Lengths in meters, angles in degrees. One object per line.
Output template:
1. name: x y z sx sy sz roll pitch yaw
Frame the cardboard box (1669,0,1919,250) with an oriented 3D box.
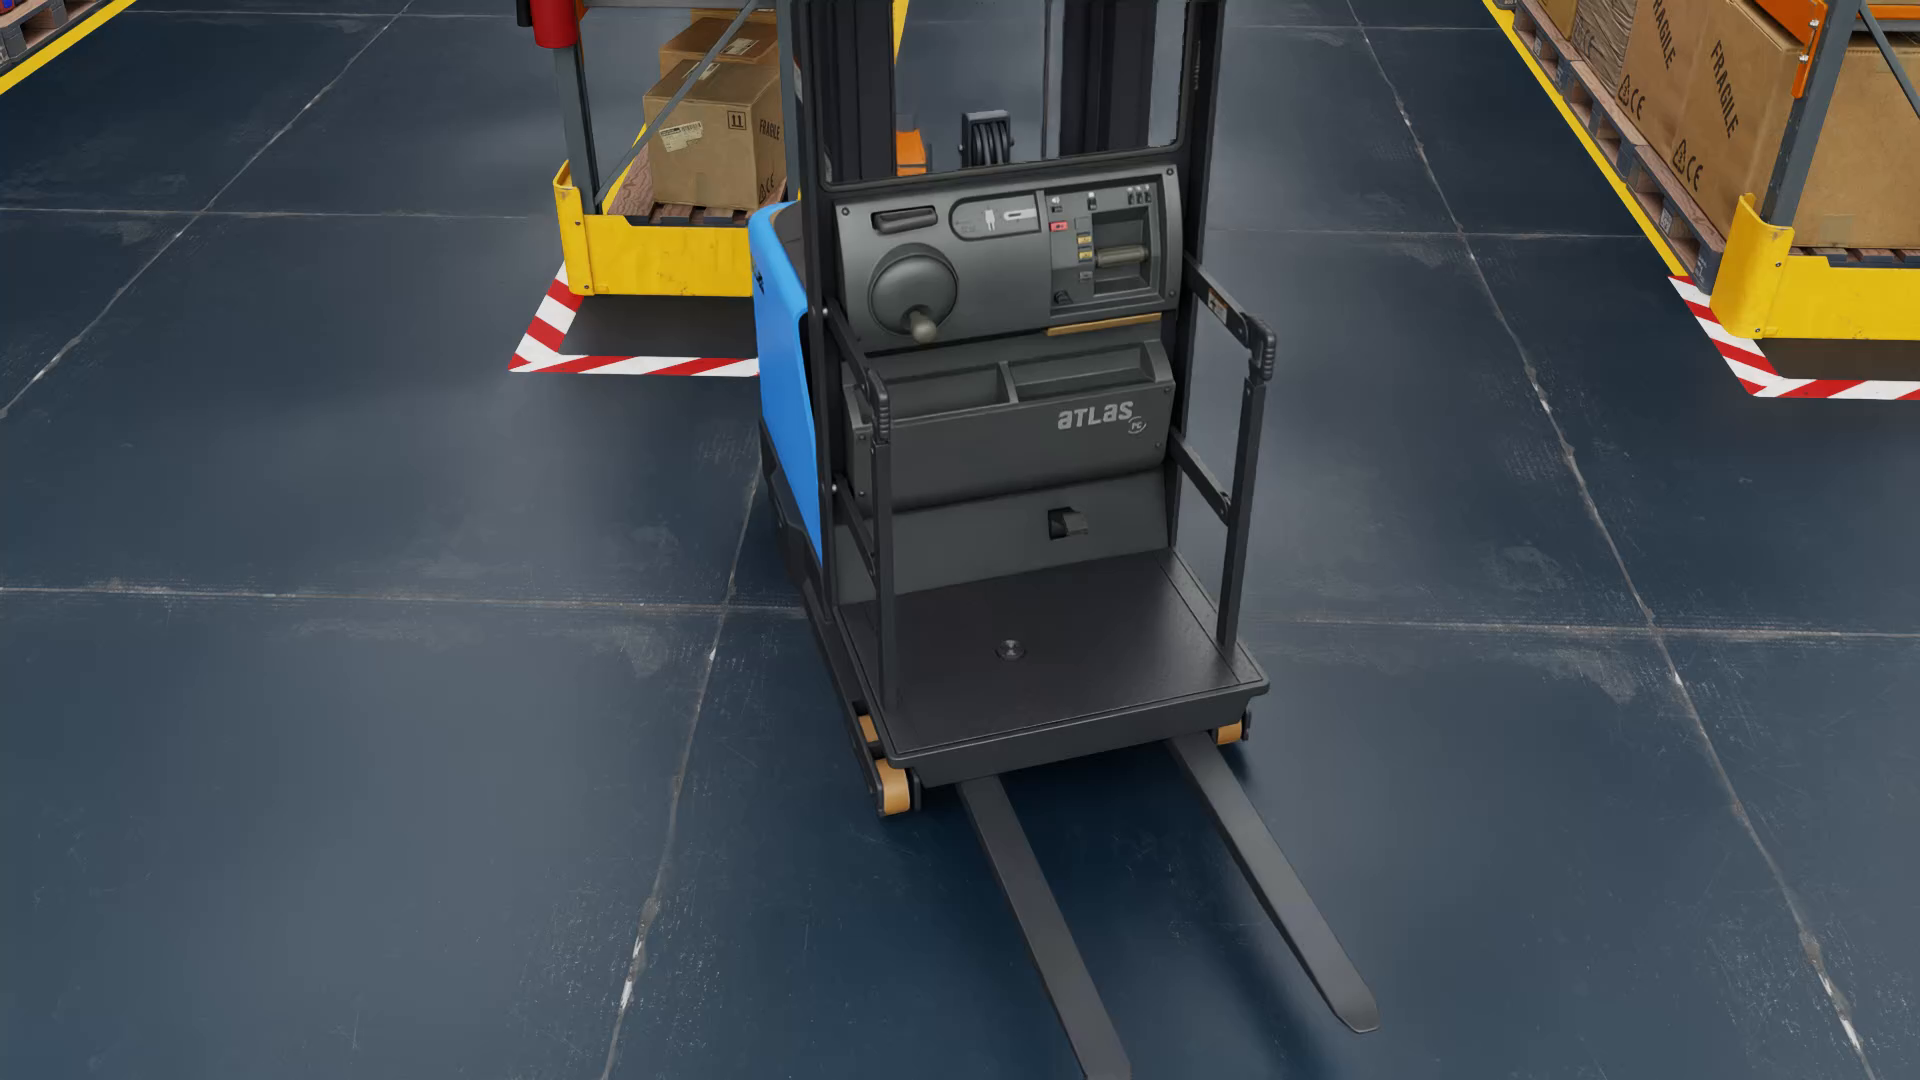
1. cardboard box: 3.776 -1.863 7.275 0.875 0.875 0.875 2 35 2

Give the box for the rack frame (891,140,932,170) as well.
1. rack frame: -0.214 -0.837 5.898 0.240 1.200 0.015 -4 35 -6

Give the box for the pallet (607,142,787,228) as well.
1. pallet: -1.066 -1.711 8.001 1.003 0.211 1.213 1 35 2

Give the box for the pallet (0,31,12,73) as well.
1. pallet: -6.040 -2.526 9.161 1.003 0.211 1.213 1 35 2

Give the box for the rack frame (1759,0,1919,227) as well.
1. rack frame: 3.815 -2.169 6.228 1.000 3.000 0.127 1 35 2

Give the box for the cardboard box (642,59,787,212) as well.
1. cardboard box: -1.095 -1.849 7.582 0.500 0.500 0.500 8 36 11

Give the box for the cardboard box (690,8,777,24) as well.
1. cardboard box: -1.061 -2.553 8.583 0.500 0.500 0.500 4 35 6

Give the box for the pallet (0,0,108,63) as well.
1. pallet: -5.994 -3.229 10.161 1.003 0.211 1.213 1 35 2

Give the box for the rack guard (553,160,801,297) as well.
1. rack guard: -1.134 -1.363 7.255 1.175 0.500 0.348 1 35 2

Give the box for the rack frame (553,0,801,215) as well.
1. rack frame: -1.137 -2.342 6.474 1.000 3.000 0.127 1 35 2

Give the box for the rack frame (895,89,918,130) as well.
1. rack frame: -0.273 -1.116 6.294 0.240 1.200 0.015 -4 35 -6

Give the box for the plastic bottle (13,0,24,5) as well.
1. plastic bottle: -5.671 -3.364 9.849 0.144 0.351 0.185 0 35 0

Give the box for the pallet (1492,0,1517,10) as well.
1. pallet: 3.932 -3.772 10.933 1.003 0.211 1.213 1 35 2

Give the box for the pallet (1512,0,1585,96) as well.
1. pallet: 3.867 -2.892 9.681 1.003 0.211 1.213 1 35 2

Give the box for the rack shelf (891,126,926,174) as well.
1. rack shelf: -0.243 -1.298 5.870 0.258 0.148 0.480 -4 35 -6

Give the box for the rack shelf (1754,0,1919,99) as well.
1. rack shelf: 3.896 -3.024 8.070 1.077 0.370 4.000 1 35 2

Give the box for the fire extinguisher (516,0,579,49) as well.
1. fire extinguisher: -1.602 -2.255 6.417 0.296 0.674 0.183 1 35 2

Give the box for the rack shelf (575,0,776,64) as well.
1. rack shelf: -1.056 -3.197 8.315 1.077 0.370 4.000 1 35 2

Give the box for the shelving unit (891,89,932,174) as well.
1. shelving unit: -0.243 -0.977 6.096 0.258 1.200 0.503 -4 35 -6

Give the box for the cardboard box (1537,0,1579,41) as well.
1. cardboard box: 3.881 -3.410 9.476 0.875 0.875 0.875 2 35 3

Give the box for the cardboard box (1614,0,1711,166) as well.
1. cardboard box: 3.810 -2.369 7.994 0.875 0.875 0.875 1 35 1

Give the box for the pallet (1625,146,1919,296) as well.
1. pallet: 3.769 -1.490 7.686 1.003 0.211 1.213 1 35 2

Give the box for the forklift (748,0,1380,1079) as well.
1. forklift: 0.203 -0.686 4.177 1.130 2.935 3.031 -10 36 -14

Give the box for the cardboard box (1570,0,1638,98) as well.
1. cardboard box: 3.848 -2.892 8.739 0.875 0.875 0.875 2 35 2

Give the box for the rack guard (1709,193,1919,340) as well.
1. rack guard: 3.814 -1.133 6.927 1.175 0.500 0.348 1 35 2

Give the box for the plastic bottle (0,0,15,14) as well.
1. plastic bottle: -5.635 -3.242 9.734 0.061 0.283 0.133 4 35 5

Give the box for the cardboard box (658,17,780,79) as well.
1. cardboard box: -1.105 -2.194 8.071 0.500 0.500 0.500 10 36 14

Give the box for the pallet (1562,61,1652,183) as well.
1. pallet: 3.821 -2.189 8.681 1.003 0.211 1.213 1 35 2

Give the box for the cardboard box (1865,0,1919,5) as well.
1. cardboard box: 3.785 -2.445 6.490 0.875 0.550 0.550 1 35 2
